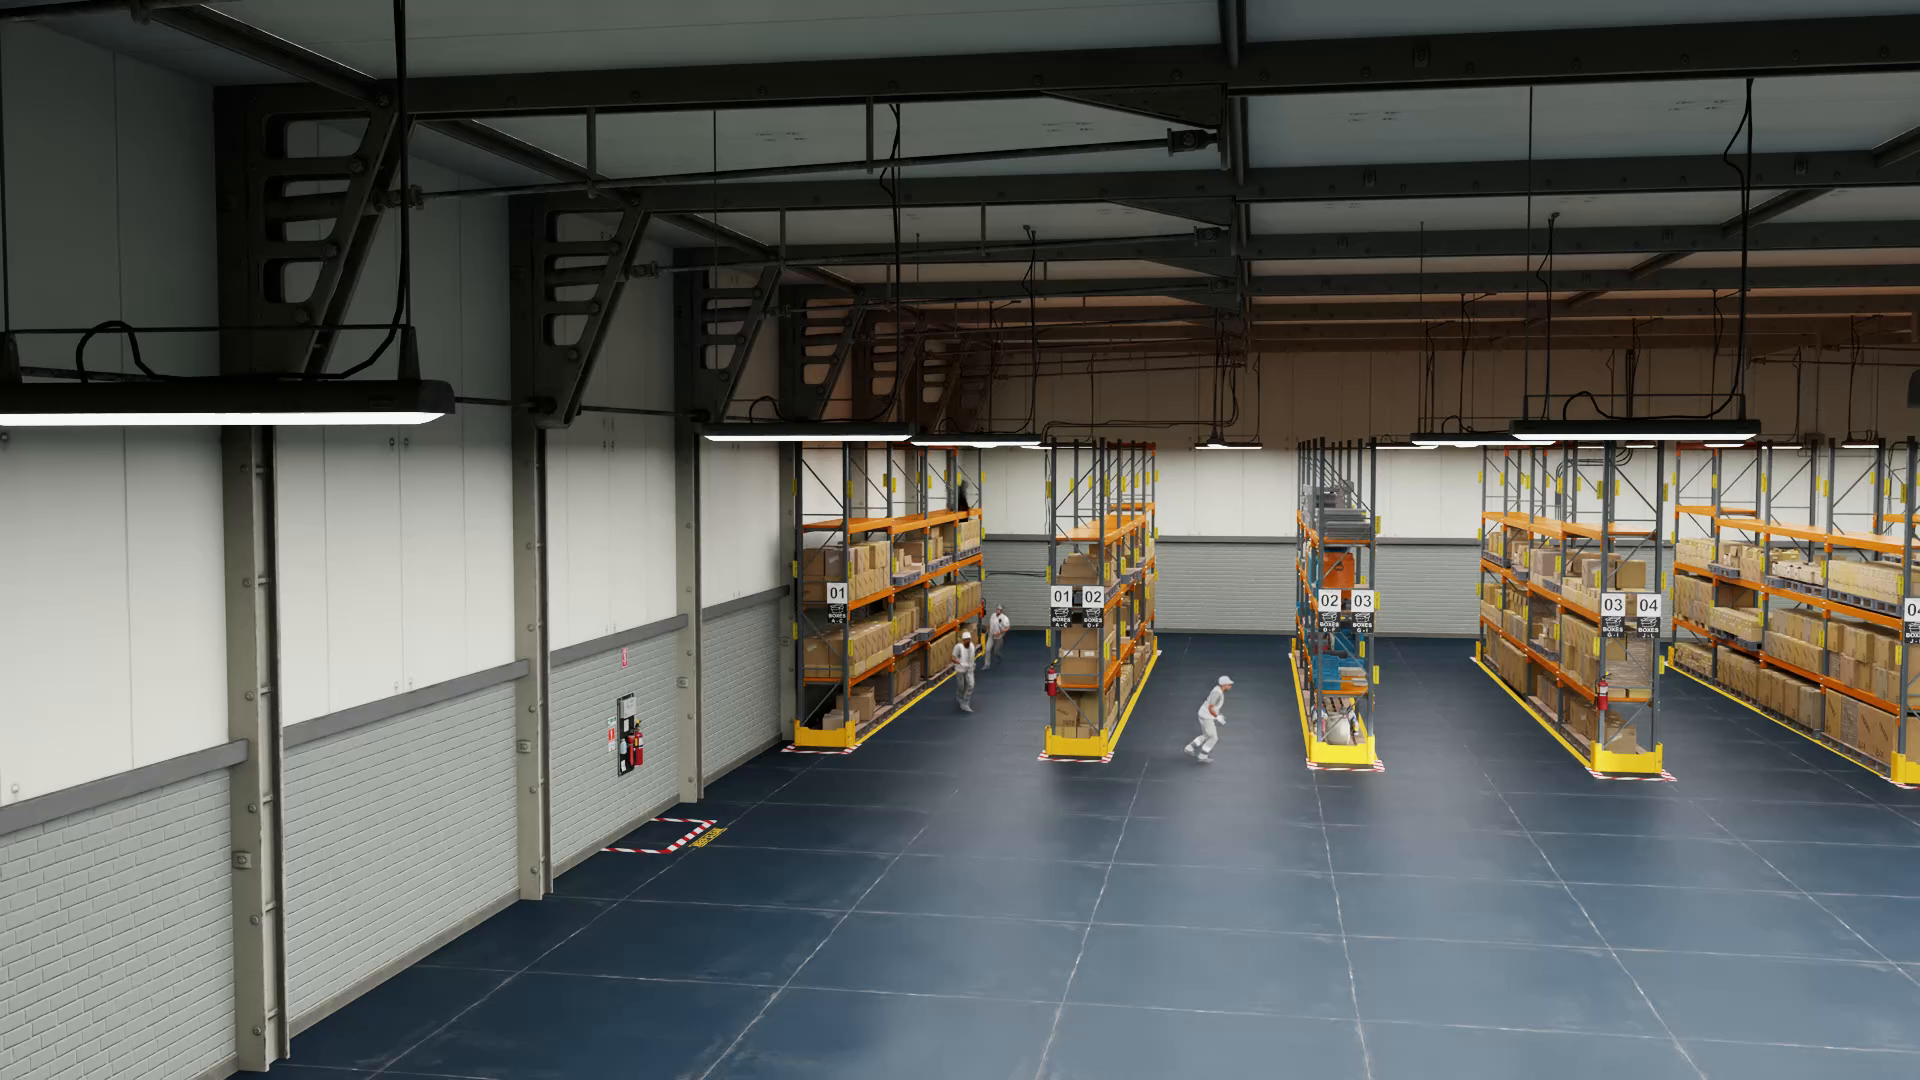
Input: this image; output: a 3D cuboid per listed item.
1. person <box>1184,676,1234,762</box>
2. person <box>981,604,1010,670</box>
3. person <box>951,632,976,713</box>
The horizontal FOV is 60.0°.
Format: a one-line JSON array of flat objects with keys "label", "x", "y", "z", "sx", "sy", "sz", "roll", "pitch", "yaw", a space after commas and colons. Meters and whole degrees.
[{"label": "person", "x": 4.568, "y": 3.288, "z": 30.598, "sx": 0.936, "sy": 1.620, "sz": 0.641, "roll": 1, "pitch": 3, "yaw": 14}, {"label": "person", "x": 0.987, "y": 2.542, "z": 43.750, "sx": 0.709, "sy": 1.730, "sz": 0.877, "roll": 2, "pitch": 3, "yaw": 28}, {"label": "person", "x": 0.051, "y": 2.895, "z": 36.760, "sx": 0.648, "sy": 1.761, "sz": 0.850, "roll": -1, "pitch": 3, "yaw": -22}]
